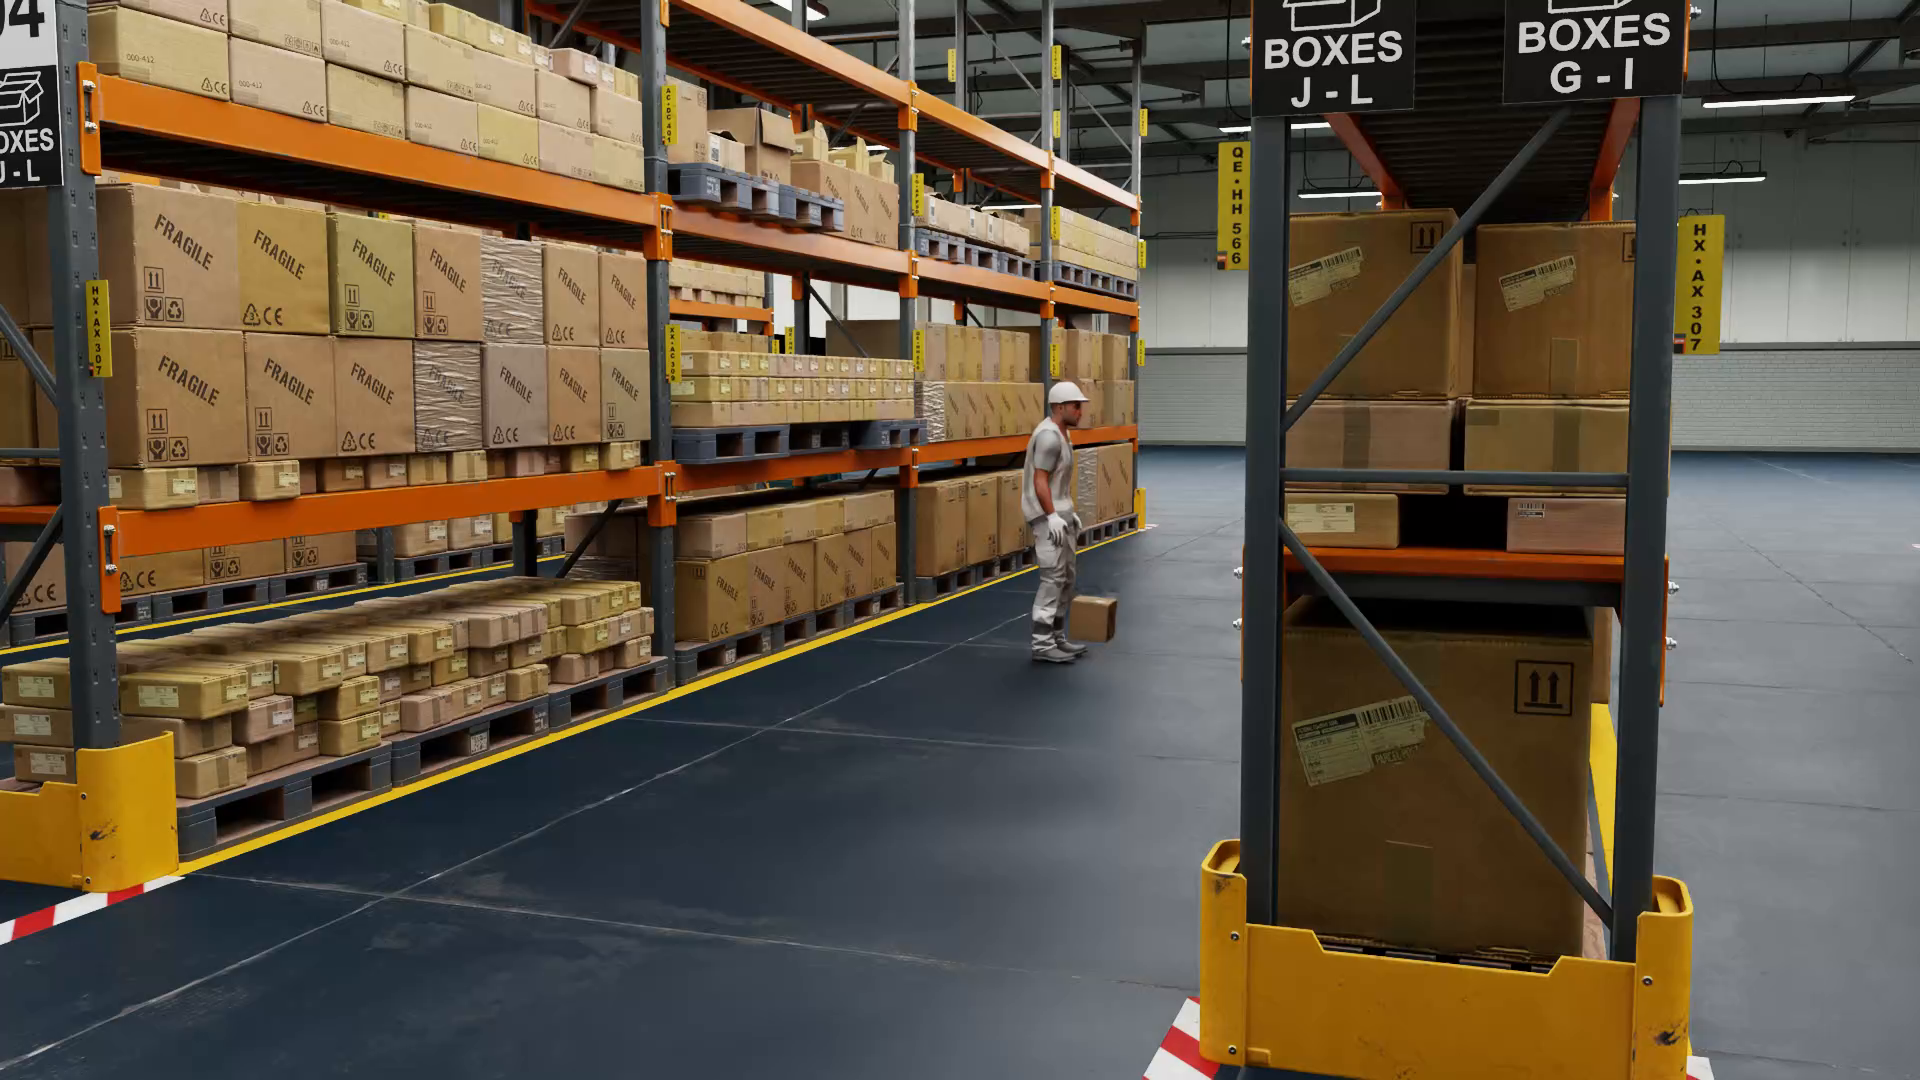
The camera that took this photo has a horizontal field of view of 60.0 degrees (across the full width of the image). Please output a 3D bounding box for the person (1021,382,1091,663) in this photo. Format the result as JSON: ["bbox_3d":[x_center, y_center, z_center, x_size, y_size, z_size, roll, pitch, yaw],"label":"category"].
[{"bbox_3d":[0.621,-0.124,10.720,0.435,1.781,0.568,2,5,17],"label":"person"}]
